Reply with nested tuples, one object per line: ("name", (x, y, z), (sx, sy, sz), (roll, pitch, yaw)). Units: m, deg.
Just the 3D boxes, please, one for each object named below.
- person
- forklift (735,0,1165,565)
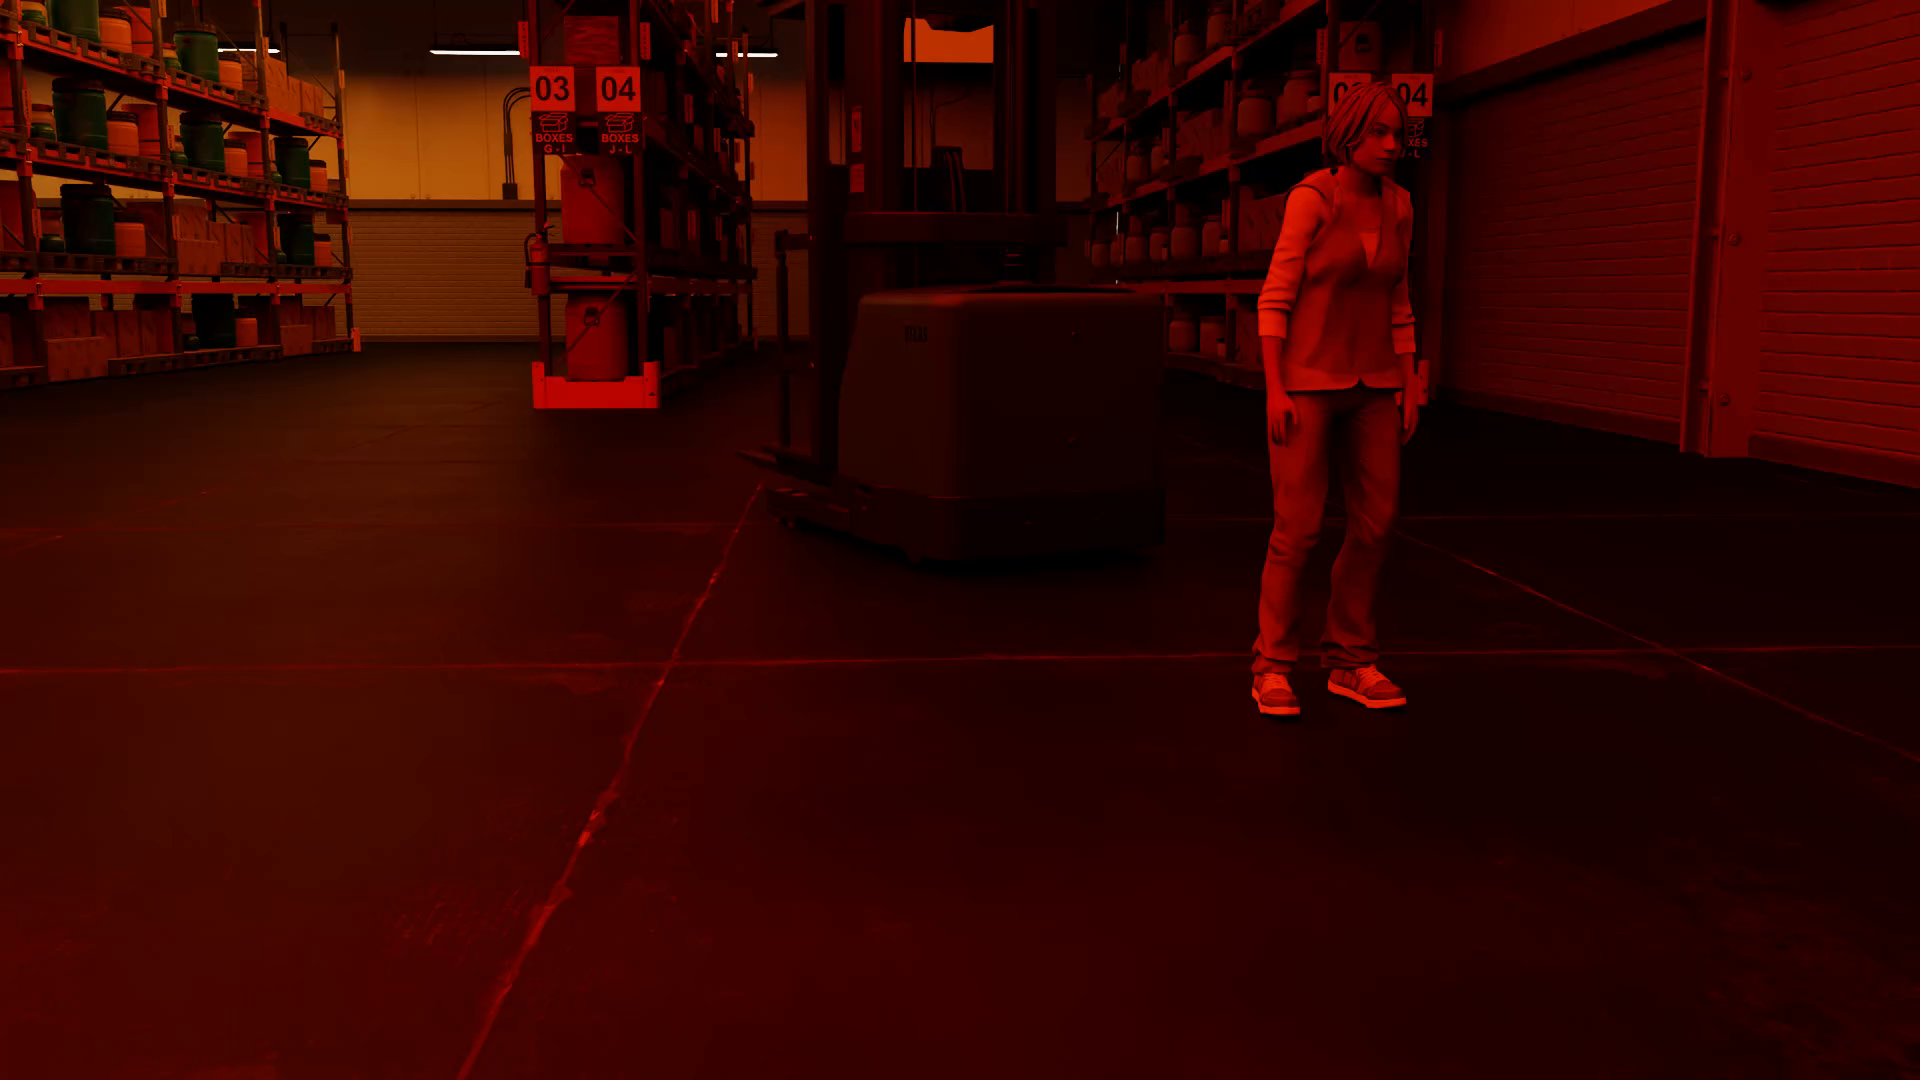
("person", (0.974, -0.356, 4.294), (0.479, 1.591, 0.345), (-3, 9, -20))
("forklift", (-0.264, -1.530, 7.637), (1.130, 2.935, 3.031), (-4, 9, -25))
